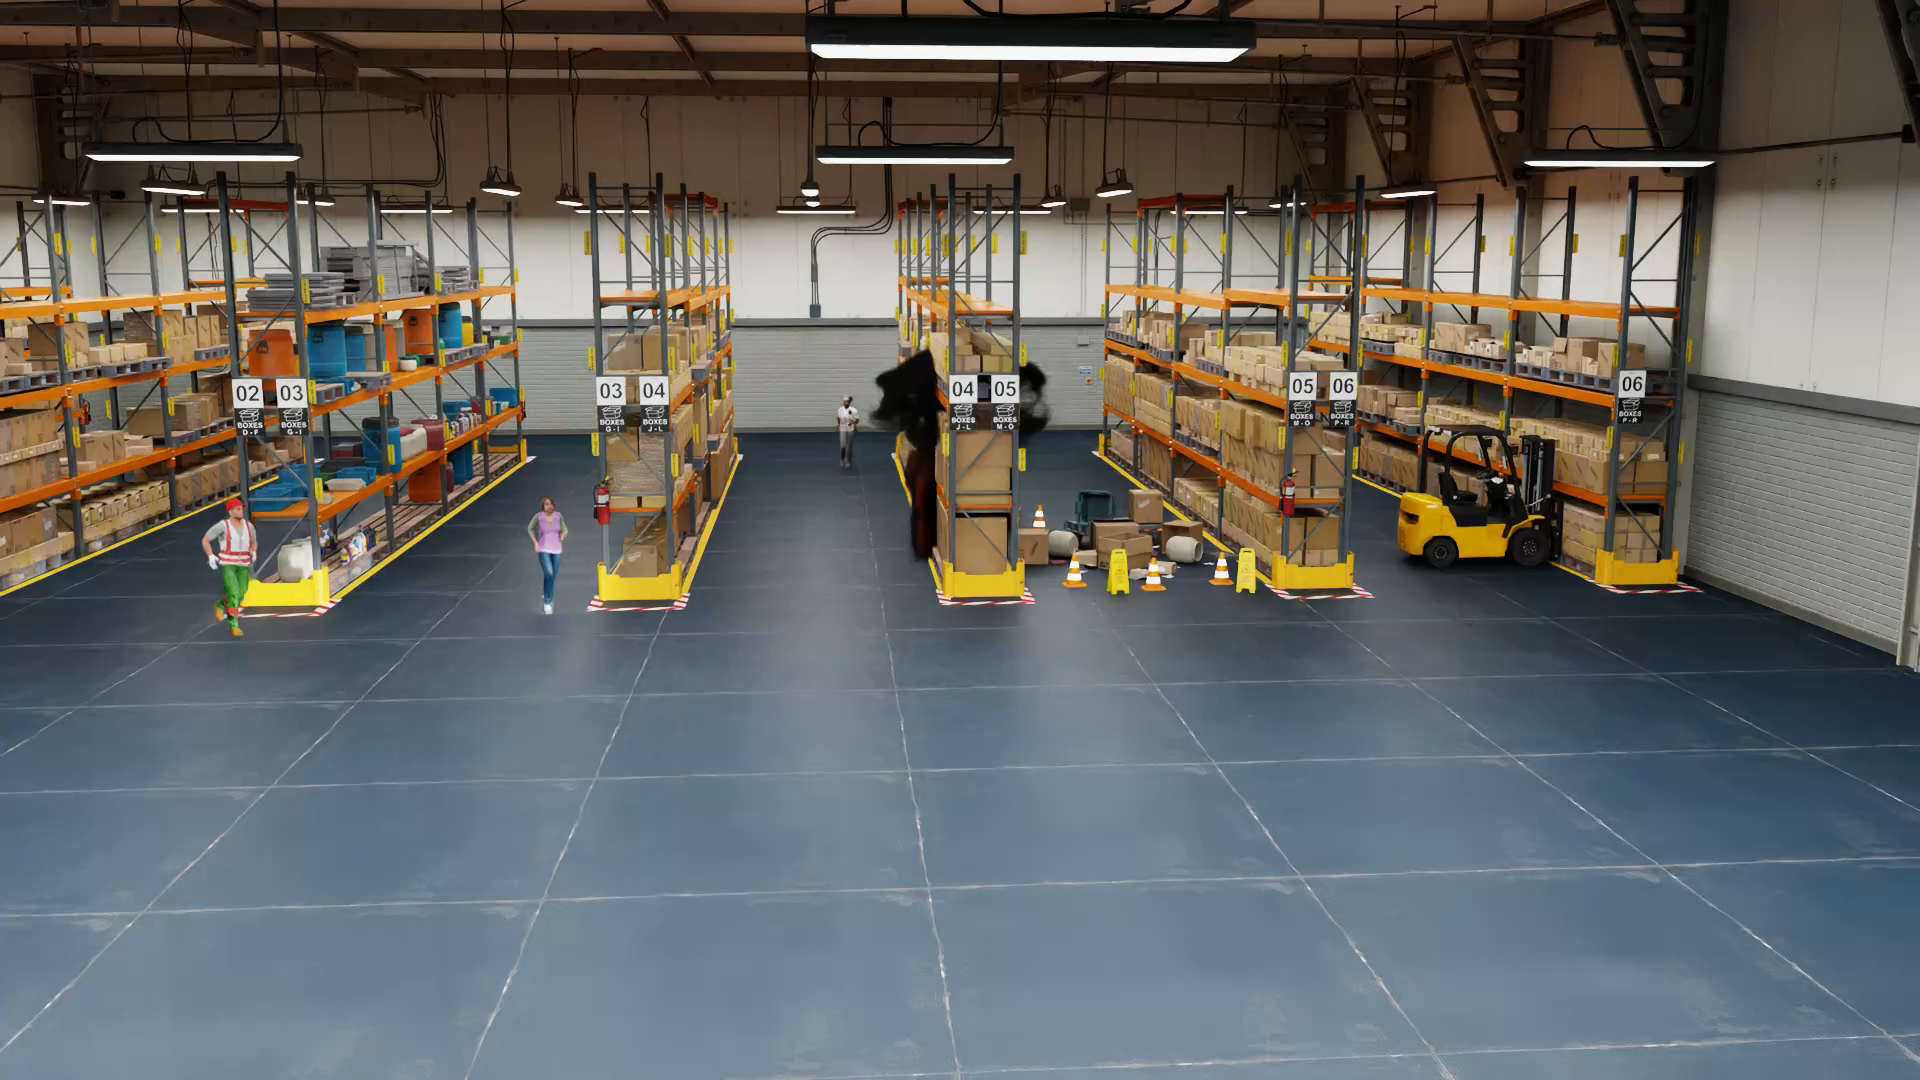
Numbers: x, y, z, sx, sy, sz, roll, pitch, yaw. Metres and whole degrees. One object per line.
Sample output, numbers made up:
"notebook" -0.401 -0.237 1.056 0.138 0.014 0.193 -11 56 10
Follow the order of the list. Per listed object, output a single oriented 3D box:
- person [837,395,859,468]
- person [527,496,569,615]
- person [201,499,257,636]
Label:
"person" -2.563 -2.460 37.806 0.555 1.679 0.624 1 10 6
"person" -5.679 0.197 23.026 0.520 1.645 0.721 -6 12 -30
"person" -9.565 0.340 21.870 0.796 1.773 0.712 8 13 37
